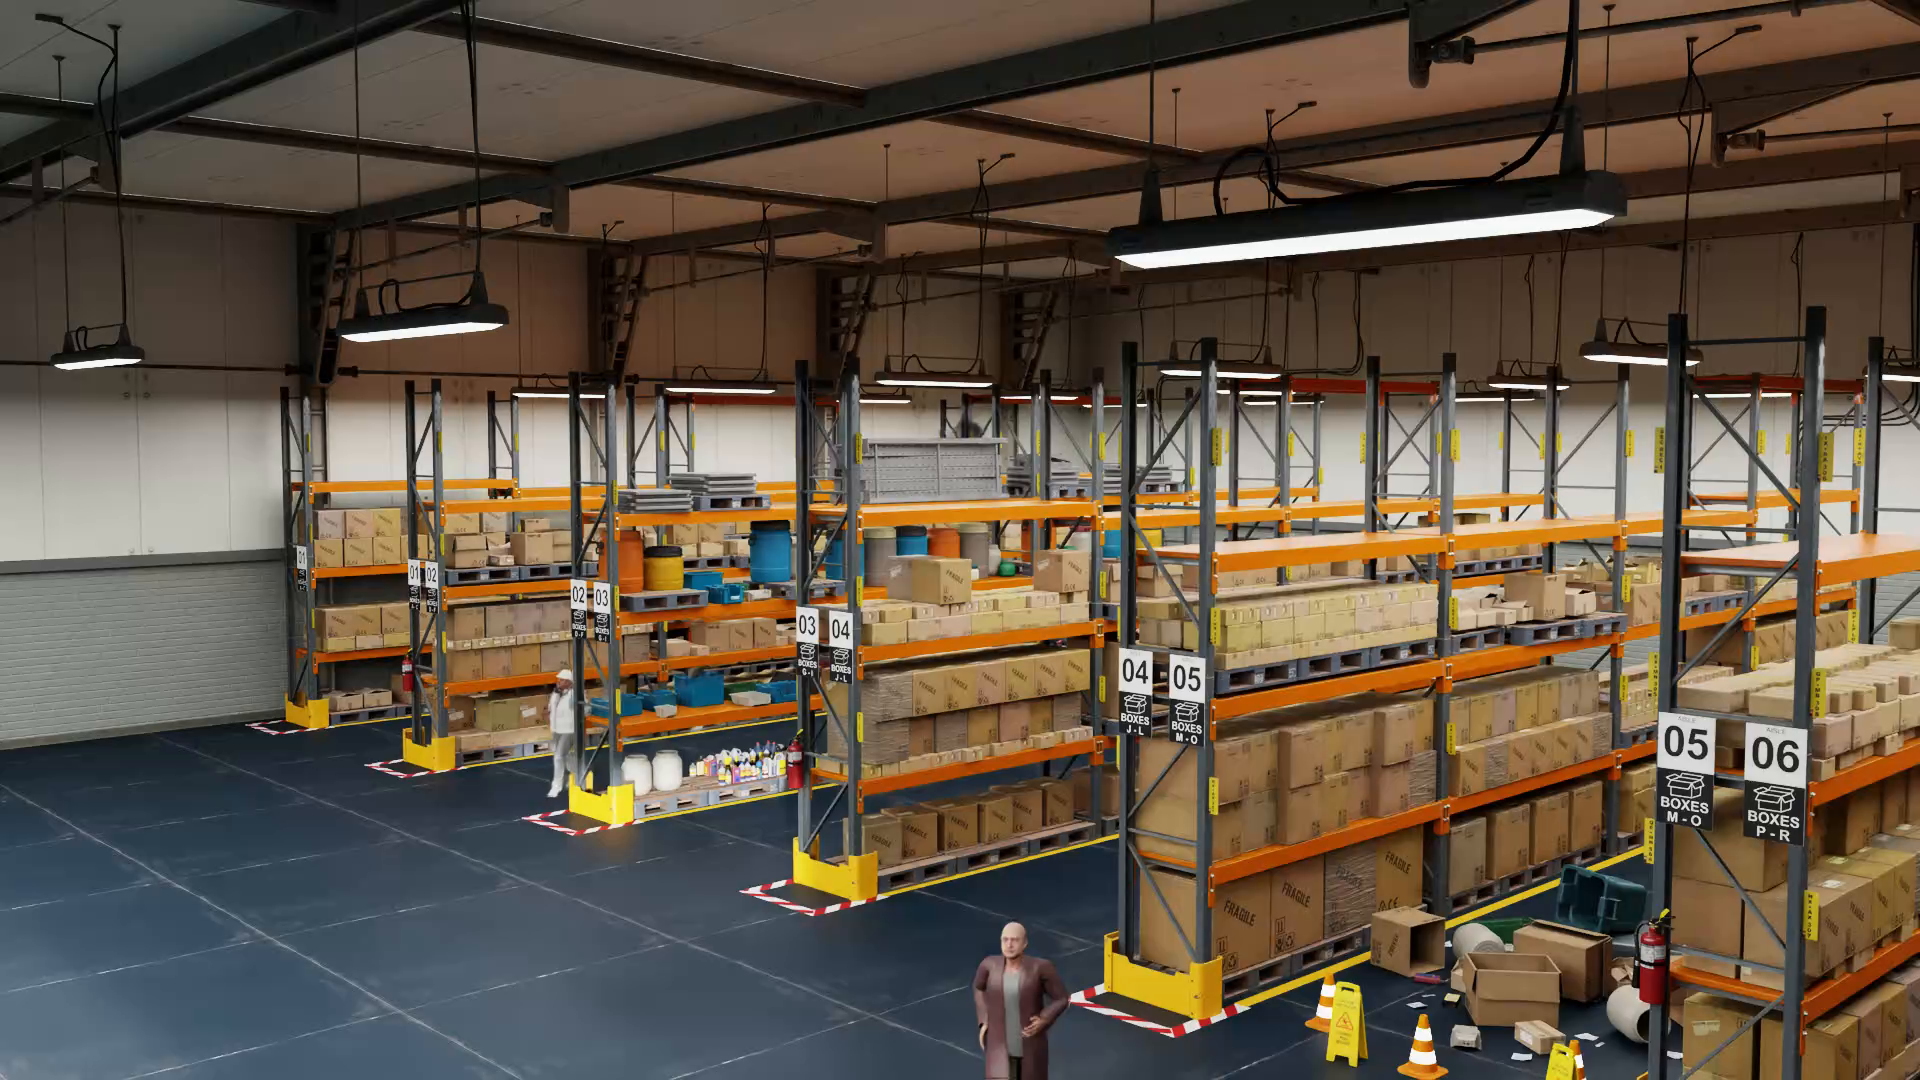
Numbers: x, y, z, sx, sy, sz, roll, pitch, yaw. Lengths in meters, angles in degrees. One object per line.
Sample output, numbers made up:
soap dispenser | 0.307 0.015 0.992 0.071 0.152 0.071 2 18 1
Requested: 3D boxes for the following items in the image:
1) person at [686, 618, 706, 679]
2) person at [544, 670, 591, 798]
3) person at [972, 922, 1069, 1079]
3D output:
person | -4.959 2.340 31.451 1.024 1.715 0.643 -3 5 -39
person | -5.634 2.768 23.851 0.670 1.841 0.746 3 4 36
person | 0.410 3.543 11.616 0.699 1.783 0.924 1 4 9
